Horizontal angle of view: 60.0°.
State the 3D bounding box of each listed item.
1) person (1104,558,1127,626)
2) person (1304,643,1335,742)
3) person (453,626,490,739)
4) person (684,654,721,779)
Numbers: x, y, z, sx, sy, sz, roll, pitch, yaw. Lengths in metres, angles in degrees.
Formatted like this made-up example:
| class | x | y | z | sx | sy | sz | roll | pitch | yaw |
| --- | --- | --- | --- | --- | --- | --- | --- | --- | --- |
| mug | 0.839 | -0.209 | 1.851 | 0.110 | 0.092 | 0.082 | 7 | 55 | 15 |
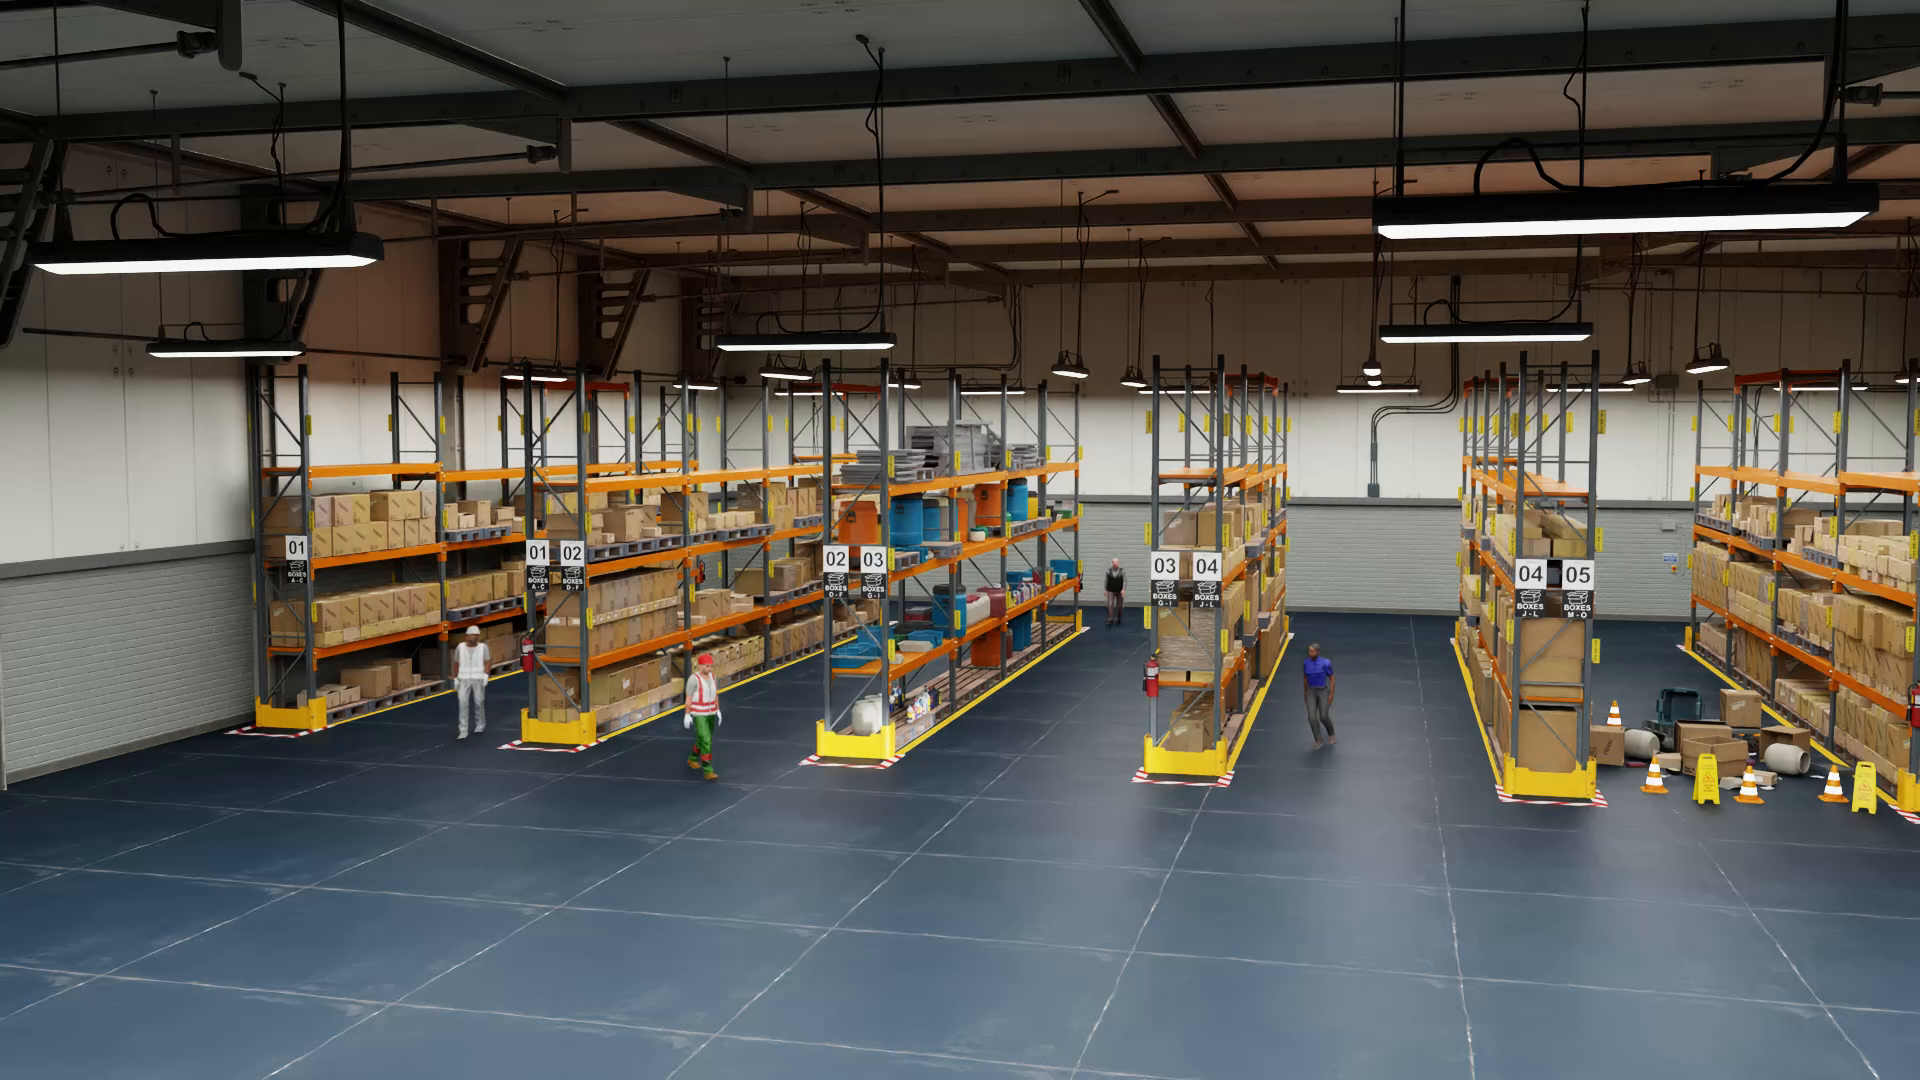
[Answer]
| class | x | y | z | sx | sy | sz | roll | pitch | yaw |
| --- | --- | --- | --- | --- | --- | --- | --- | --- | --- |
| person | 3.880 | 1.287 | 41.399 | 0.561 | 1.652 | 1.058 | 0 | 4 | 5 |
| person | 5.594 | 2.368 | 25.890 | 0.522 | 1.563 | 0.439 | 3 | 5 | 34 |
| person | -7.869 | 2.287 | 26.801 | 0.582 | 1.772 | 0.781 | -1 | 4 | -15 |
| person | -3.673 | 2.493 | 23.768 | 0.915 | 1.754 | 0.542 | 3 | 5 | 35 |
